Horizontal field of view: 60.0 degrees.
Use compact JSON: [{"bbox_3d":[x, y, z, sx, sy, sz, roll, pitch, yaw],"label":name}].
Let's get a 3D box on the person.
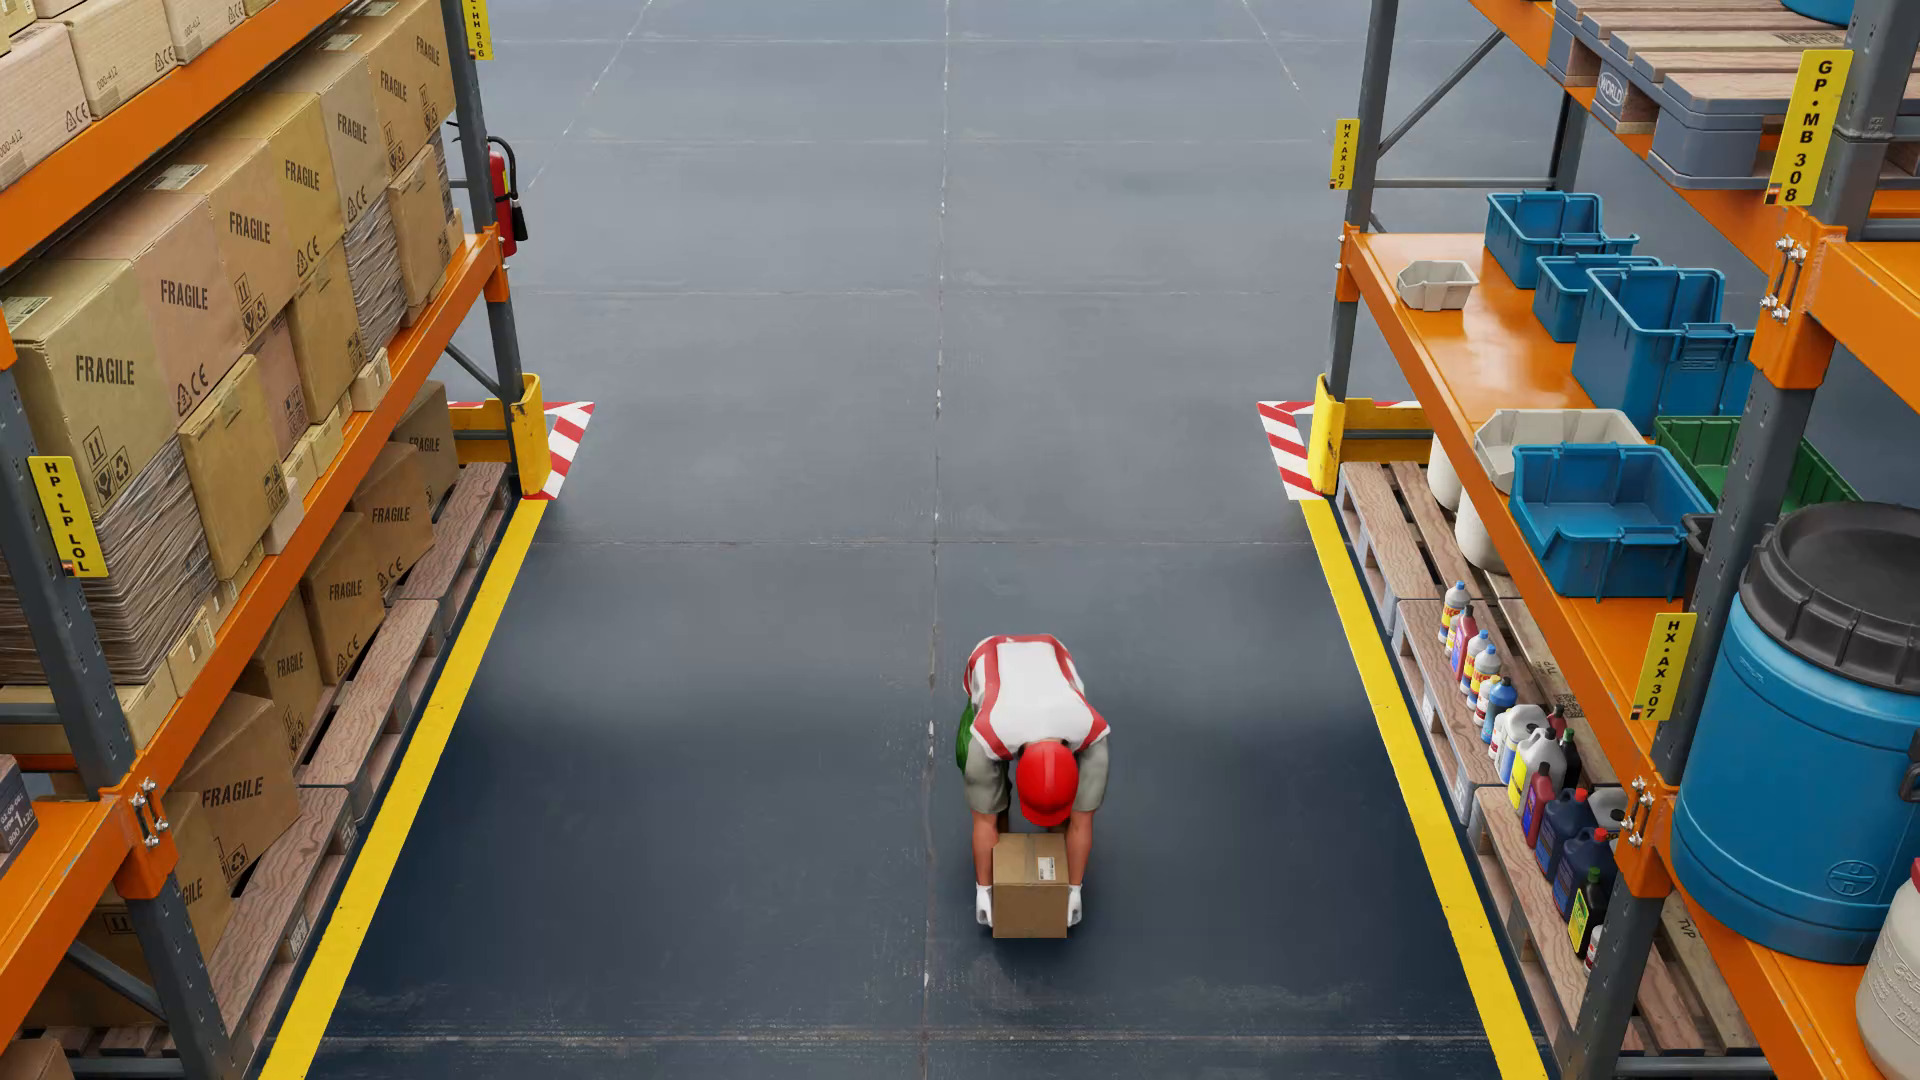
[{"bbox_3d":[0.245,0.803,5.791,0.518,0.798,0.958,-1,31,-2],"label":"person"}]
